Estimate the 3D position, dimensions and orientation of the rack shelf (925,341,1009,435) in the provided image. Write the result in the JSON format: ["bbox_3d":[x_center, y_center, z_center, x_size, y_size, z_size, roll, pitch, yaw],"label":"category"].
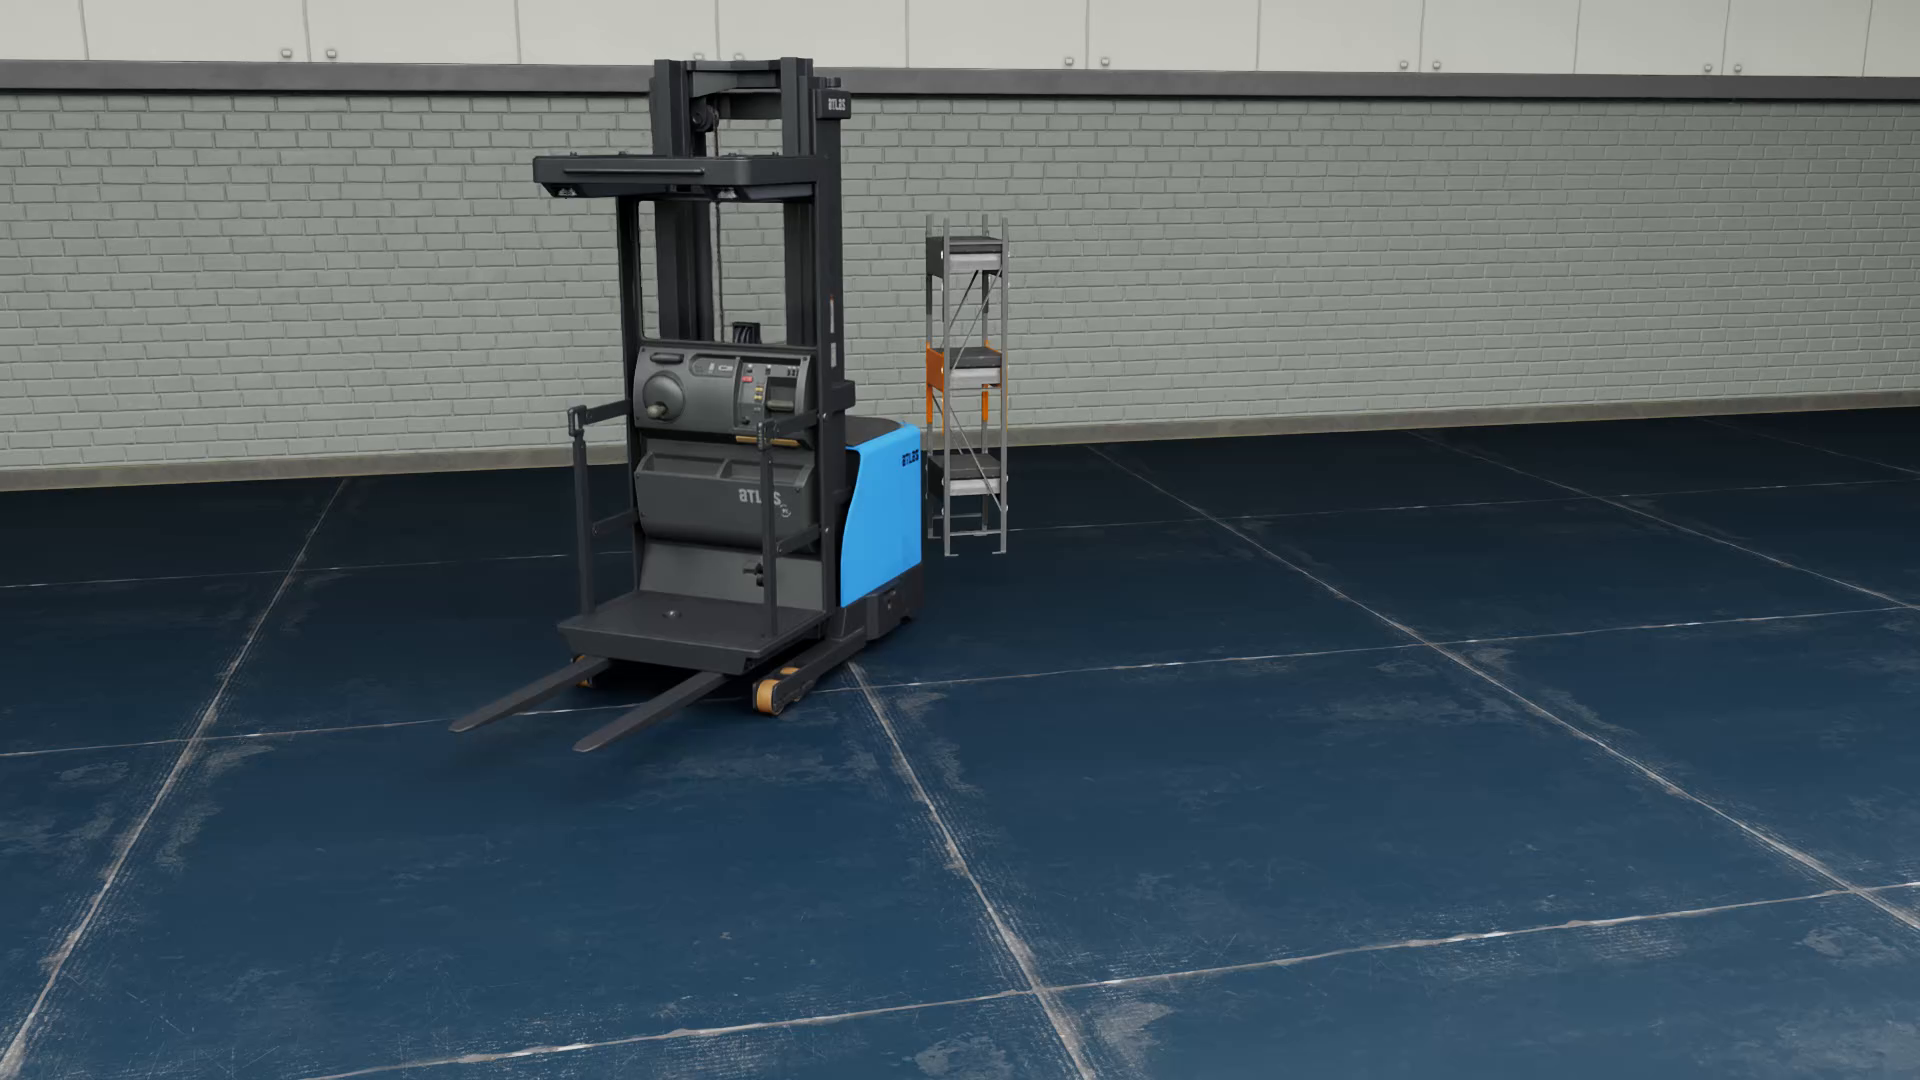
[{"bbox_3d":[0.039,-0.969,10.525,0.431,0.518,0.480,-3,14,-13],"label":"rack shelf"}]

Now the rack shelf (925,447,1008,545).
[{"bbox_3d":[0.039,-0.289,10.691,0.431,0.518,0.480,-3,14,-13],"label":"rack shelf"}]

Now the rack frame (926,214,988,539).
[{"bbox_3d":[-0.018,-1.038,10.752,0.400,2.100,0.015,-3,14,-13],"label":"rack frame"}]

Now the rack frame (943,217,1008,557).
[{"bbox_3d":[0.096,-0.926,10.291,0.400,2.100,0.015,-3,14,-13],"label":"rack frame"}]

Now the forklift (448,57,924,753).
[{"bbox_3d":[-1.221,-0.733,7.753,1.130,2.935,3.031,6,15,21],"label":"forklift"}]

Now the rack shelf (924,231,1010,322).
[{"bbox_3d":[0.039,-1.649,10.359,0.431,0.518,0.480,-3,14,-13],"label":"rack shelf"}]

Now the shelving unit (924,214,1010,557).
[{"bbox_3d":[0.039,-0.982,10.522,0.431,2.100,0.503,-3,14,-13],"label":"shelving unit"}]
